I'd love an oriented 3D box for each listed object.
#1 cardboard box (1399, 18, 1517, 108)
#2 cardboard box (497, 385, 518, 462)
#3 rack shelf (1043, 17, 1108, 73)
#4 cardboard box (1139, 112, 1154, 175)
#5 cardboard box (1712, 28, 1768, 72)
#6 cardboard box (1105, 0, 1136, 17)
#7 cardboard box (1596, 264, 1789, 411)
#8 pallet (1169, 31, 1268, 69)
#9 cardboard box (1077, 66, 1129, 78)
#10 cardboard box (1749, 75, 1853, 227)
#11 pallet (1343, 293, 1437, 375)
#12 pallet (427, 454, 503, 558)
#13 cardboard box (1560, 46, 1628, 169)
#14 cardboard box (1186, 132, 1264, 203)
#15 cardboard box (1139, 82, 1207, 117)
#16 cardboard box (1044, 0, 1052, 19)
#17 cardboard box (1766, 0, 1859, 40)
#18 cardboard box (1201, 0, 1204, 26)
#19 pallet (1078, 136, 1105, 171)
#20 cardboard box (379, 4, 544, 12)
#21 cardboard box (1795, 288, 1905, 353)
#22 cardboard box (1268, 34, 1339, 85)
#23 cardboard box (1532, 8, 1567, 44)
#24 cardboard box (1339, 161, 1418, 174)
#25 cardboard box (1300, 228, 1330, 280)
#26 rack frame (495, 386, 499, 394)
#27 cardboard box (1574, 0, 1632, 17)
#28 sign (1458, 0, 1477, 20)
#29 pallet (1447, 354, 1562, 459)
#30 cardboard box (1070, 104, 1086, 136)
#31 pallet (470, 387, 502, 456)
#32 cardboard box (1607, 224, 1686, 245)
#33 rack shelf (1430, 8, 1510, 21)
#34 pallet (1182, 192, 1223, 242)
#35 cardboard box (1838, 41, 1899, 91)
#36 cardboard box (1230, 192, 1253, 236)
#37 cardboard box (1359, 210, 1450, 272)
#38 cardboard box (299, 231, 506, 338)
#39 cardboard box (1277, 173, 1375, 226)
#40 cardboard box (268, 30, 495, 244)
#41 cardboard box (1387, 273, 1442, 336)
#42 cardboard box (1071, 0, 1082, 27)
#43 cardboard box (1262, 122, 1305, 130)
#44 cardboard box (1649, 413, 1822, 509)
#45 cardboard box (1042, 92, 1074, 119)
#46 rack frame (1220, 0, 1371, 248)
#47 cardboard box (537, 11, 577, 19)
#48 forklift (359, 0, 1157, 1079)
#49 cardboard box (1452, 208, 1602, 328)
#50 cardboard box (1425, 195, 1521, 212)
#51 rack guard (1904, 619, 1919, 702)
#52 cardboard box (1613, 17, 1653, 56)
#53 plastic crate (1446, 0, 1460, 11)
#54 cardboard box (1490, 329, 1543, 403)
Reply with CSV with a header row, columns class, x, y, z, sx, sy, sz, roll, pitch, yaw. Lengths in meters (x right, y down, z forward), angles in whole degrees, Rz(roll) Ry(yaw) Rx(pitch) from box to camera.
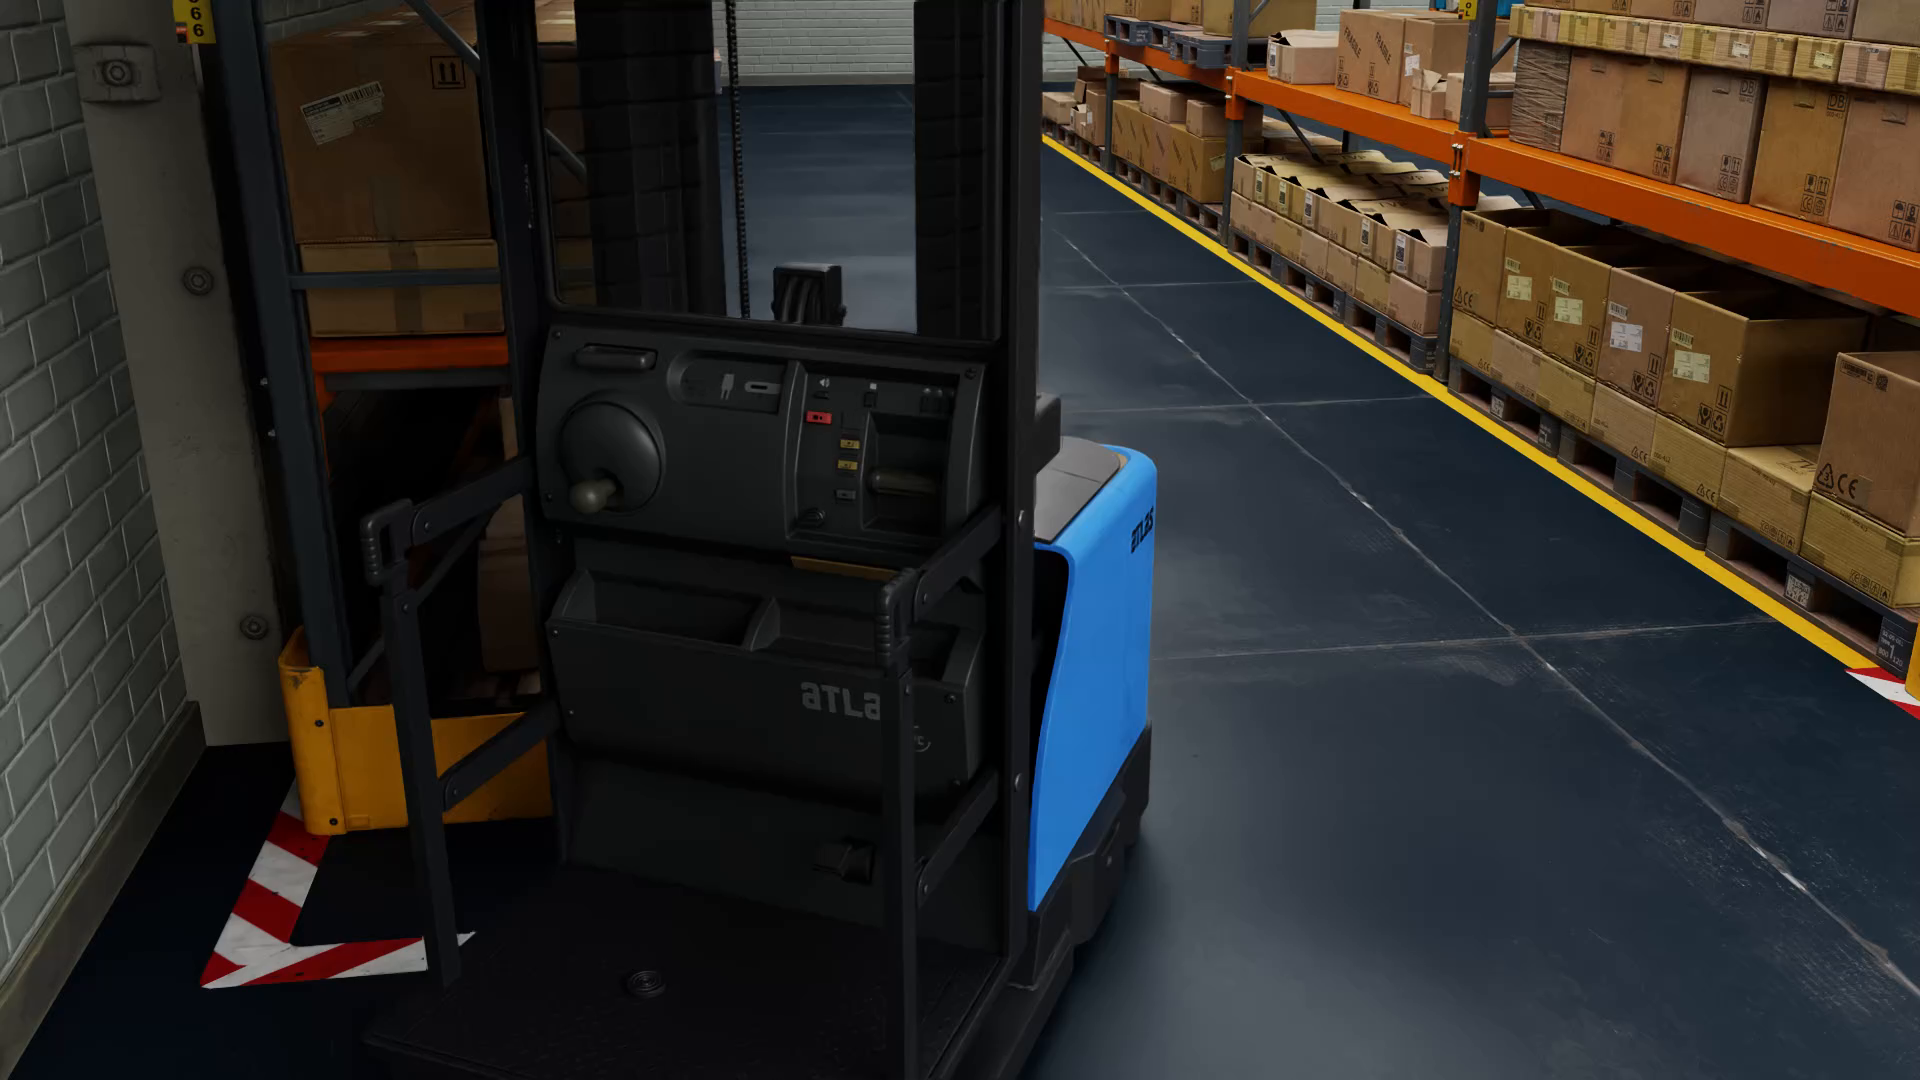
class,x,y,z,sx,sy,sz,roll,pitch,yaw
cardboard box,2.913,-2.788,9.752,0.500,0.500,0.500,-1,21,-4
cardboard box,-1.390,-0.389,6.415,0.700,0.500,0.500,-4,21,-11
rack shelf,1.642,-5.418,17.962,1.077,0.370,4.000,-3,21,-8
cardboard box,1.912,-3.560,14.904,0.500,0.500,0.500,-3,21,-7
cardboard box,3.191,-1.918,6.494,0.380,0.149,0.250,-3,21,-8
cardboard box,1.777,-5.130,15.422,0.700,0.500,0.500,-10,23,-26
cardboard box,3.059,-0.857,6.981,0.500,0.500,0.500,-3,21,-8
pallet,2.340,-3.818,12.927,1.213,0.211,1.003,-3,21,-8
cardboard box,1.676,-5.306,19.580,0.500,0.500,0.500,-3,21,-8
cardboard box,3.459,-1.470,6.223,0.700,0.500,0.500,-3,21,-7
pallet,2.939,-1.239,9.732,1.003,0.211,1.213,-3,21,-8
pallet,-1.507,-0.081,6.631,1.003,0.211,1.213,-3,21,-8
cardboard box,3.236,-2.004,7.650,0.700,0.500,0.500,-3,21,-8
cardboard box,2.140,-3.024,13.470,0.500,0.500,0.500,-2,21,-6
cardboard box,1.903,-3.923,14.803,0.500,0.250,0.500,-3,21,-8
cardboard box,1.236,-6.149,18.749,0.500,0.500,0.500,-3,21,-8
cardboard box,3.443,-2.099,6.052,0.700,0.500,0.500,-3,21,-8
cardboard box,2.362,-4.459,13.626,0.700,0.500,0.500,1,20,2
pallet,1.832,-3.994,17.107,1.003,0.211,1.213,-3,21,-8
cardboard box,-1.734,-1.627,5.899,0.500,0.500,0.500,-3,21,-7
cardboard box,3.644,-0.710,6.587,0.500,0.500,0.500,-3,21,-8
cardboard box,2.444,-3.316,11.435,0.500,0.311,0.500,-3,21,-8
cardboard box,2.967,-2.453,7.928,0.380,0.149,0.250,-3,21,-7
cardboard box,2.908,-2.500,11.651,0.500,0.311,0.500,-3,21,-9
cardboard box,2.520,-1.858,10.735,0.500,0.250,0.500,-2,21,-7
rack frame,-1.818,-2.041,7.894,1.000,3.000,0.127,-3,21,-8
cardboard box,3.228,-2.619,7.443,0.700,0.500,0.500,-3,21,-8
sign,2.548,-2.767,8.295,0.100,0.325,0.005,-3,21,-8
pallet,3.157,-0.709,8.312,1.003,0.211,1.213,-3,21,-8
cardboard box,1.459,-4.451,17.561,0.500,0.311,0.500,-3,21,-8
pallet,-1.686,-0.504,7.764,1.003,0.211,1.213,-3,21,-8
cardboard box,3.427,-1.229,7.977,0.500,0.500,0.500,-3,21,-8
rack shelf,6.544,-5.666,18.628,1.077,0.370,4.000,-3,21,-8
pallet,2.437,-2.631,13.460,1.003,0.211,1.213,-3,21,-8
cardboard box,3.306,-1.647,5.769,0.380,0.149,0.250,-3,21,-7
cardboard box,2.292,-2.390,12.157,0.500,0.250,0.500,-3,21,-8
cardboard box,2.660,-1.769,9.694,0.500,0.311,0.500,-2,21,-6
cardboard box,-1.500,-0.747,4.616,0.500,0.250,0.500,-3,21,-7
cardboard box,2.447,-2.294,11.100,0.500,0.311,0.500,-3,21,-9
cardboard box,-1.519,-1.099,4.486,0.500,0.500,0.500,-3,21,-8
cardboard box,2.737,-1.330,9.319,0.500,0.250,0.500,-3,21,-8
cardboard box,1.452,-5.625,17.347,0.500,0.500,0.500,-2,21,-7
cardboard box,2.576,-3.239,14.046,0.500,0.500,0.500,-3,21,-8
cardboard box,3.133,-0.332,6.648,0.500,0.250,0.500,-3,21,-8
cardboard box,1.224,-4.989,19.089,0.500,0.250,0.500,-3,21,-8
rack frame,2.507,-3.677,12.275,1.000,3.000,0.127,-3,21,-8
cardboard box,-1.142,-1.478,5.500,0.500,0.500,0.500,-4,21,-10
forklift,-0.474,-0.181,3.011,1.130,2.935,3.031,7,22,19
cardboard box,2.841,-1.376,8.371,0.500,0.500,0.500,-3,21,-8
cardboard box,3.128,-1.972,10.237,0.500,0.311,0.500,-4,21,-10
rack guard,3.664,0.272,5.274,1.175,0.500,0.348,-3,21,-8
cardboard box,3.079,-2.187,7.213,0.380,0.149,0.250,-4,21,-10
plastic crate,5.930,-6.383,19.810,0.250,0.136,0.298,-3,21,-8
cardboard box,2.917,-0.852,8.039,0.500,0.250,0.500,-3,21,-8
